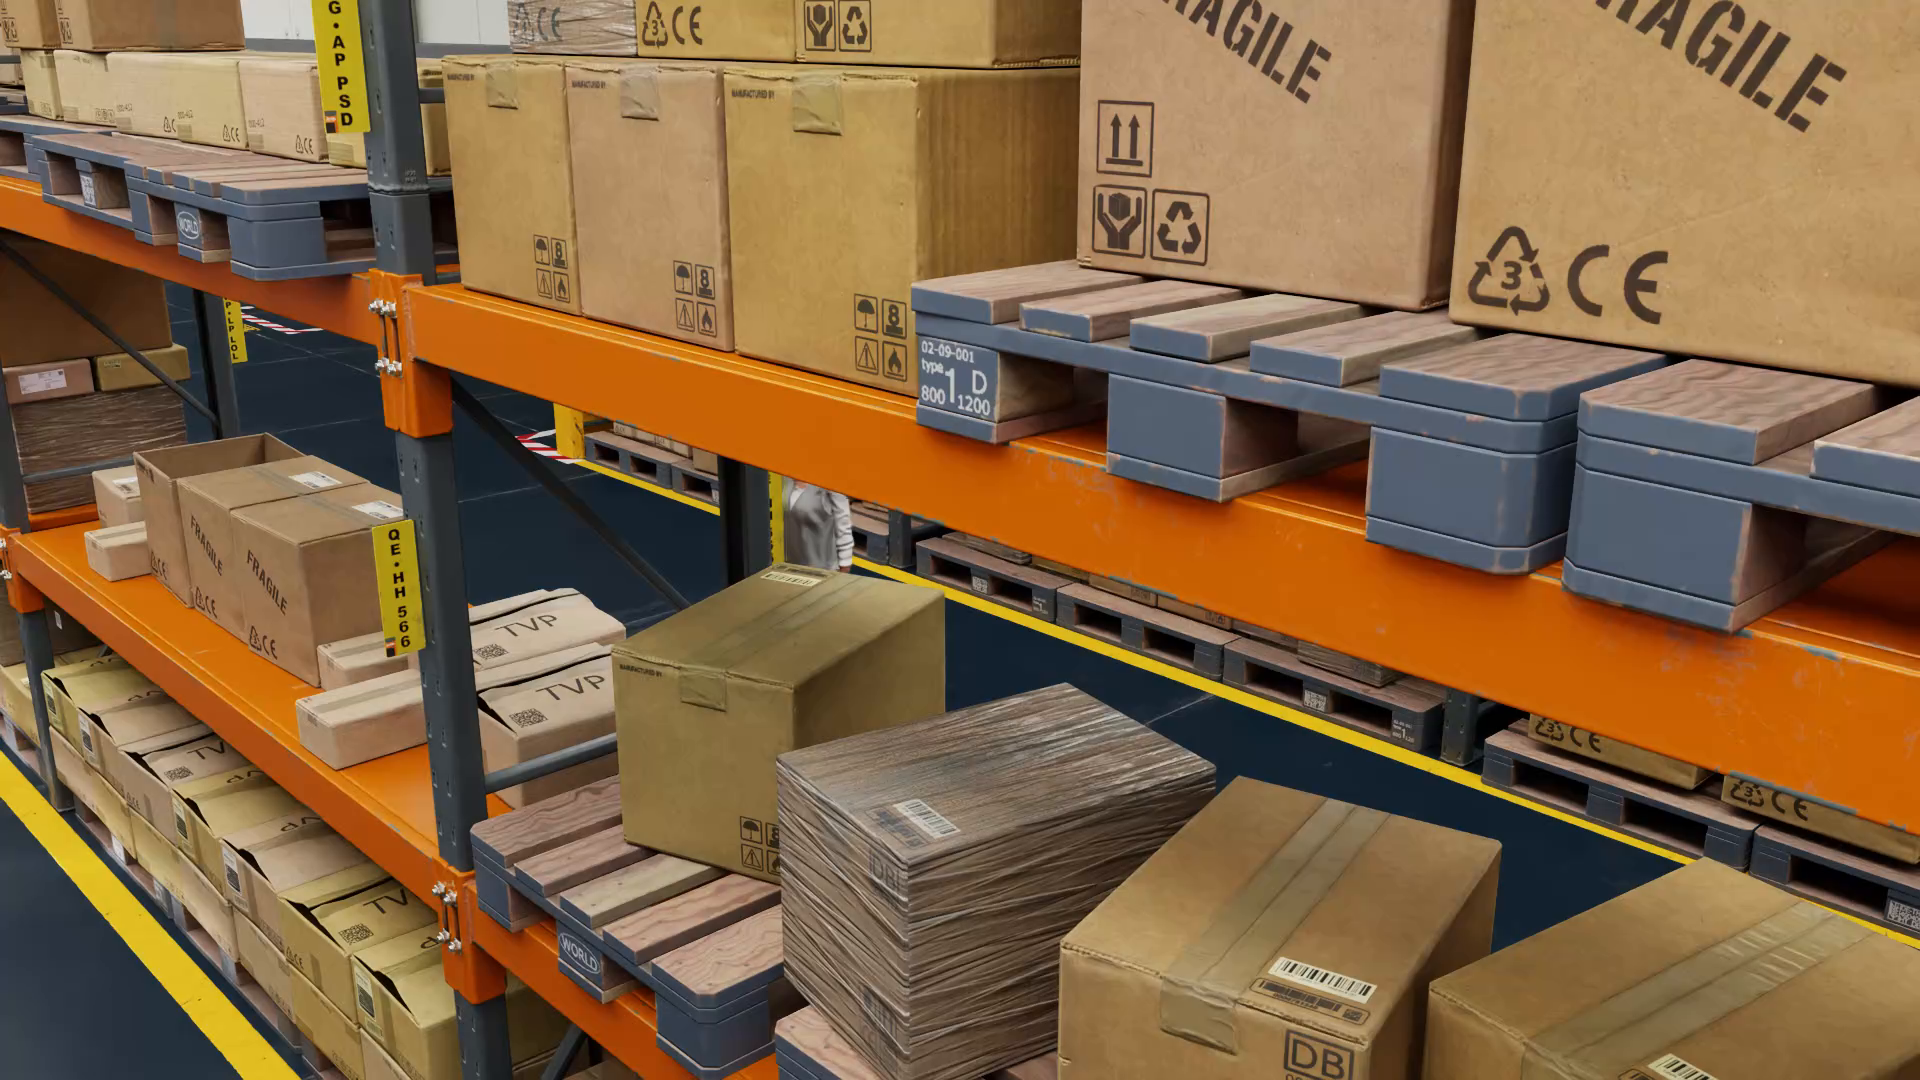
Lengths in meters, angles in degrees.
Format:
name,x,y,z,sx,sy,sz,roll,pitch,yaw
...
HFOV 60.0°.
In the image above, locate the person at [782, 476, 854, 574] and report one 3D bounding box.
name,x,y,z,sx,sy,sz,roll,pitch,yaw
person,-0.737,0.217,7.852,0.431,1.622,0.413,16,24,41
